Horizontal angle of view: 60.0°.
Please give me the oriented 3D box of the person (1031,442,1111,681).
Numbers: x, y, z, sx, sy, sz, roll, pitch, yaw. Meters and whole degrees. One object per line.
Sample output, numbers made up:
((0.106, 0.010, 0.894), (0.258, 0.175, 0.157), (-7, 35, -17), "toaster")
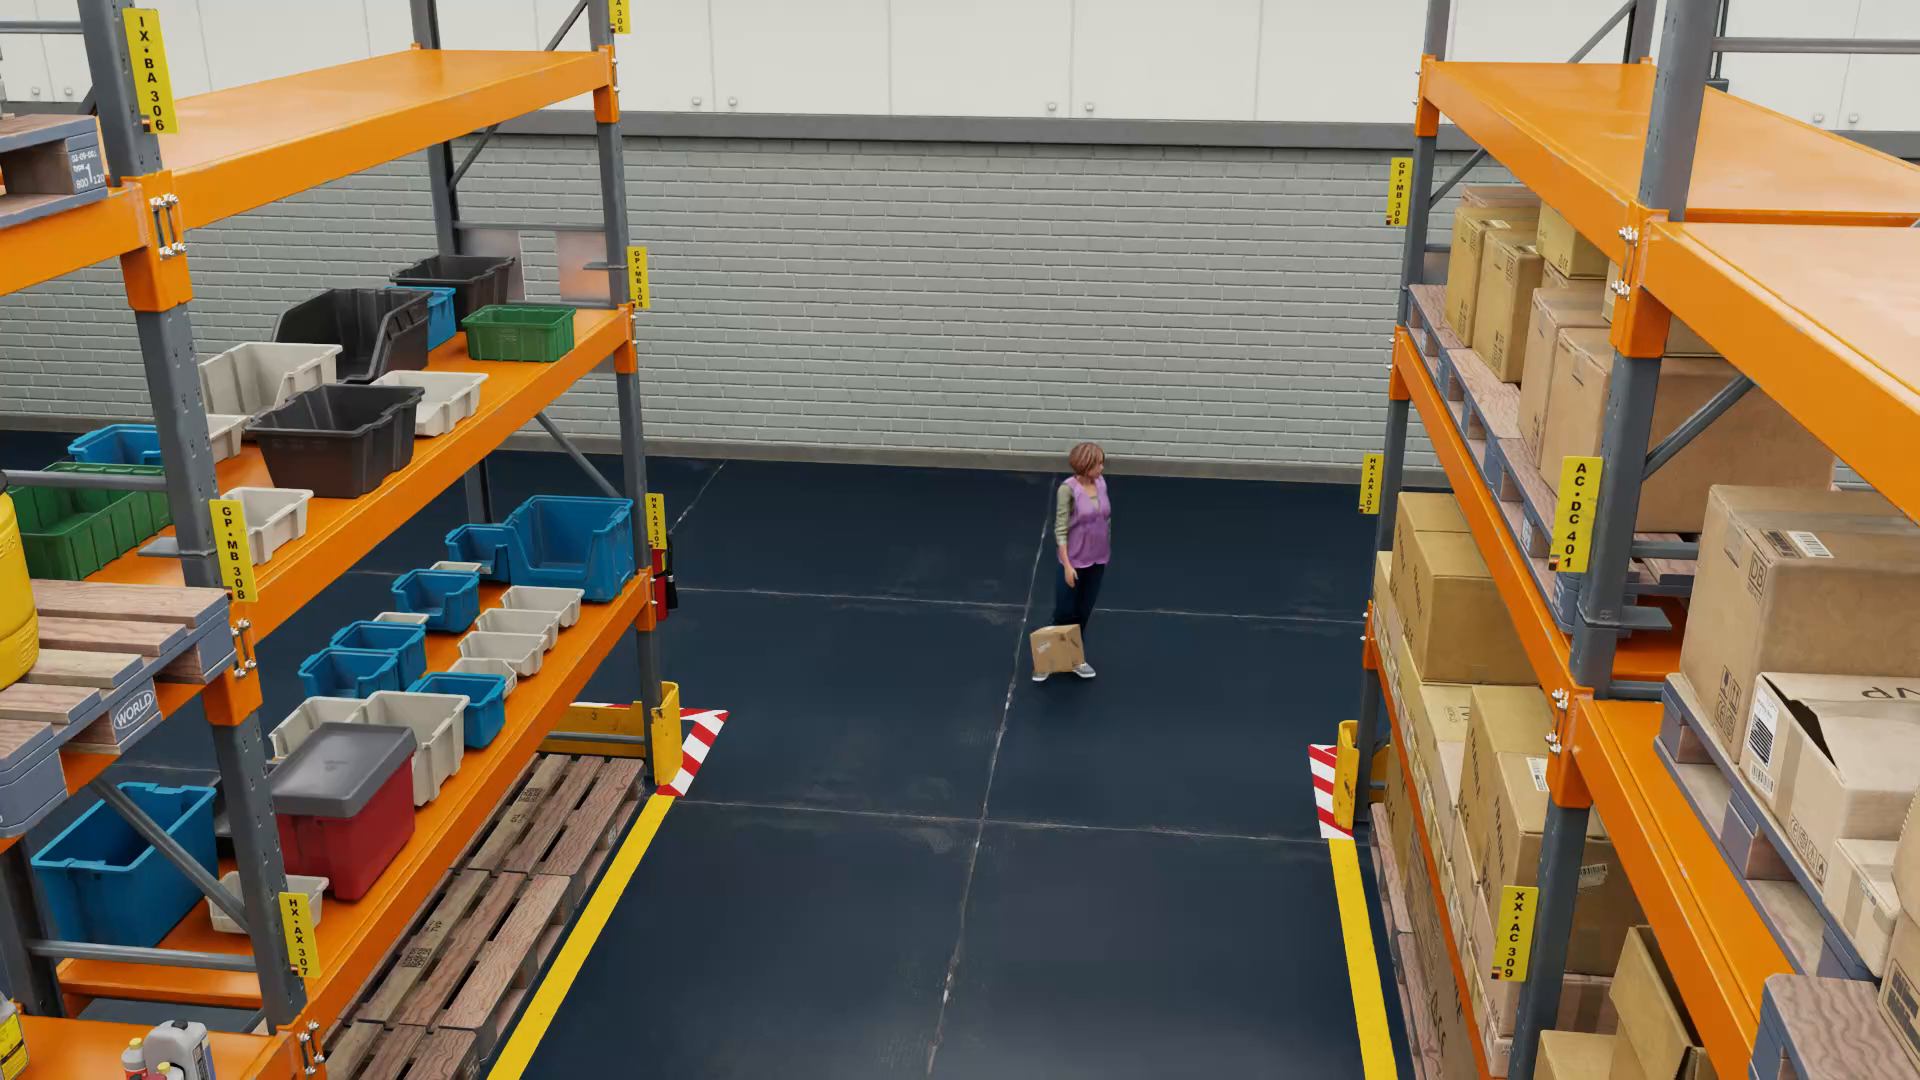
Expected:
((0.736, 0.147, 10.685), (0.549, 1.600, 0.363), (-14, 25, -31), "person")
